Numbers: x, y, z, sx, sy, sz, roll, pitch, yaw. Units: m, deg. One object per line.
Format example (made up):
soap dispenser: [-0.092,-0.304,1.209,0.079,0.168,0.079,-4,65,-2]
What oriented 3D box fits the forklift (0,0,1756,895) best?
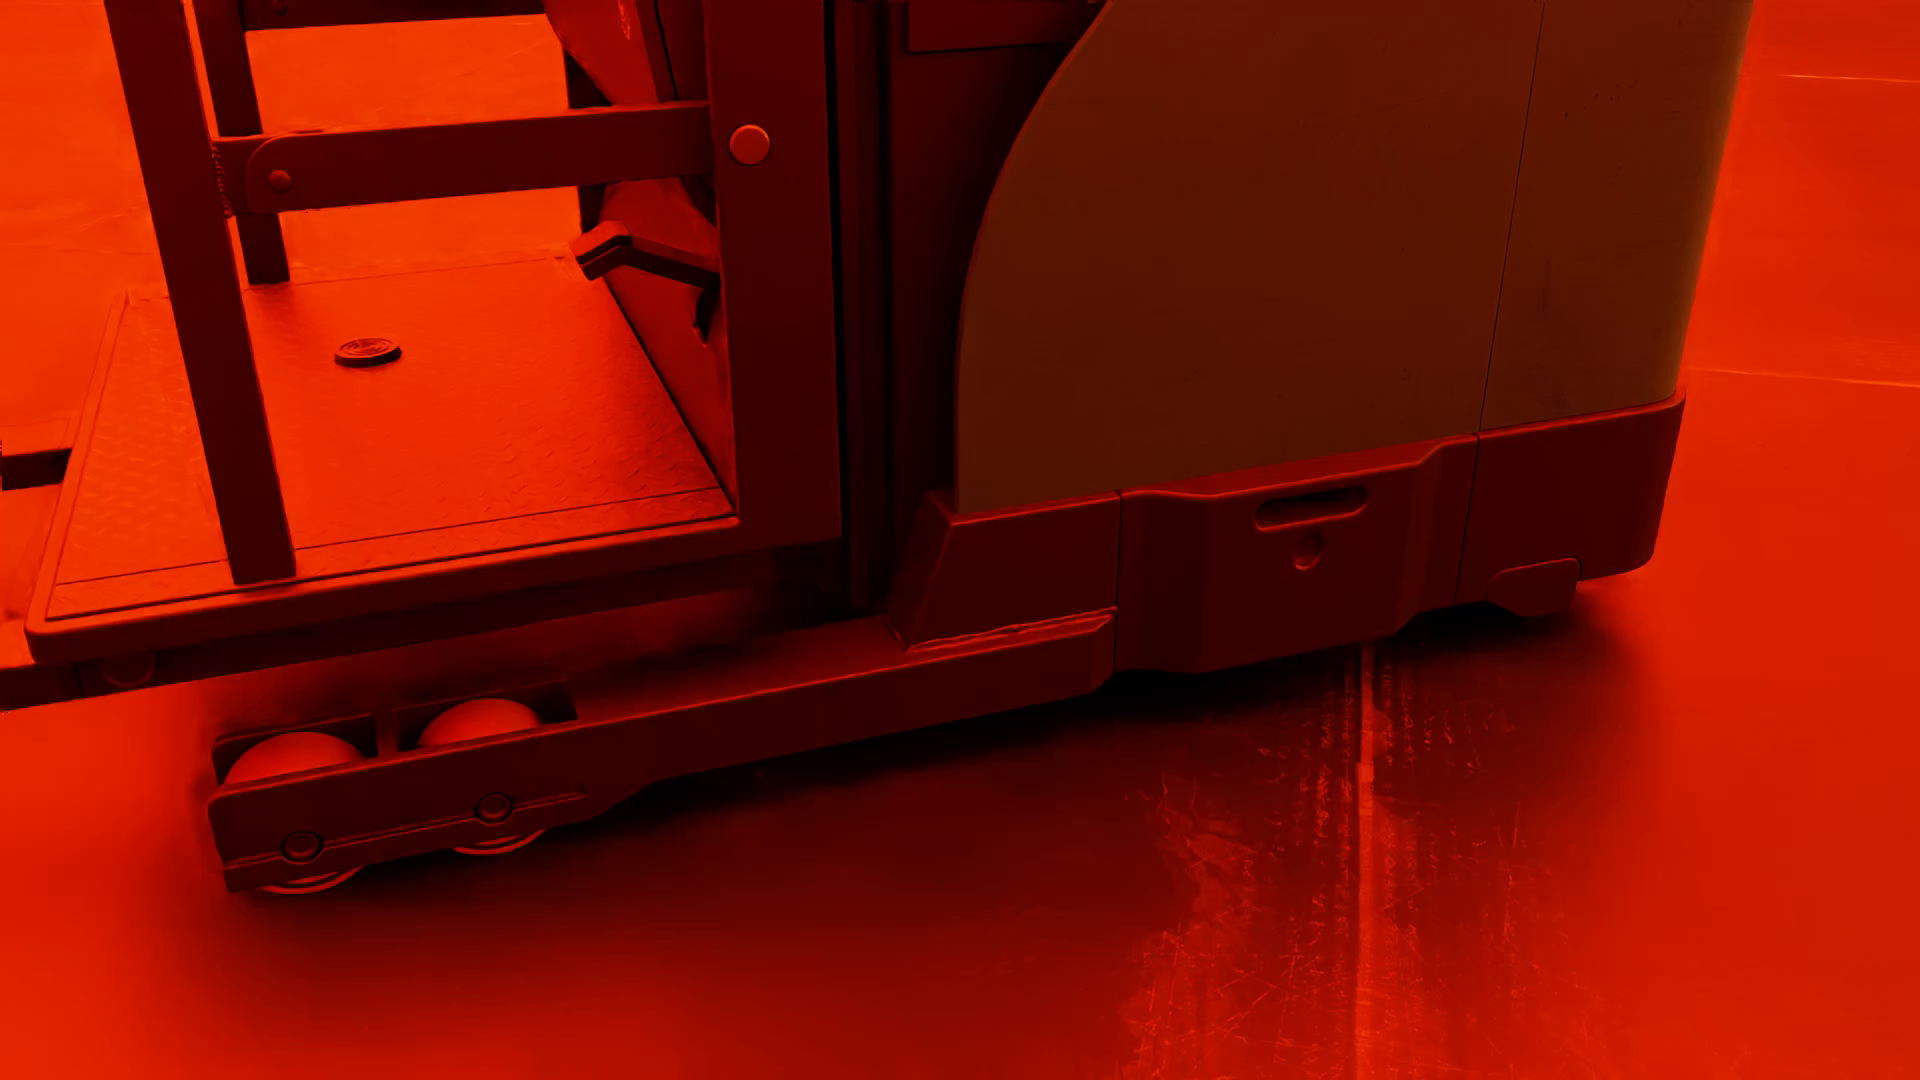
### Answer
forklift: [-0.604,-1.204,1.632,3.031,2.935,1.130,-9,28,-18]
